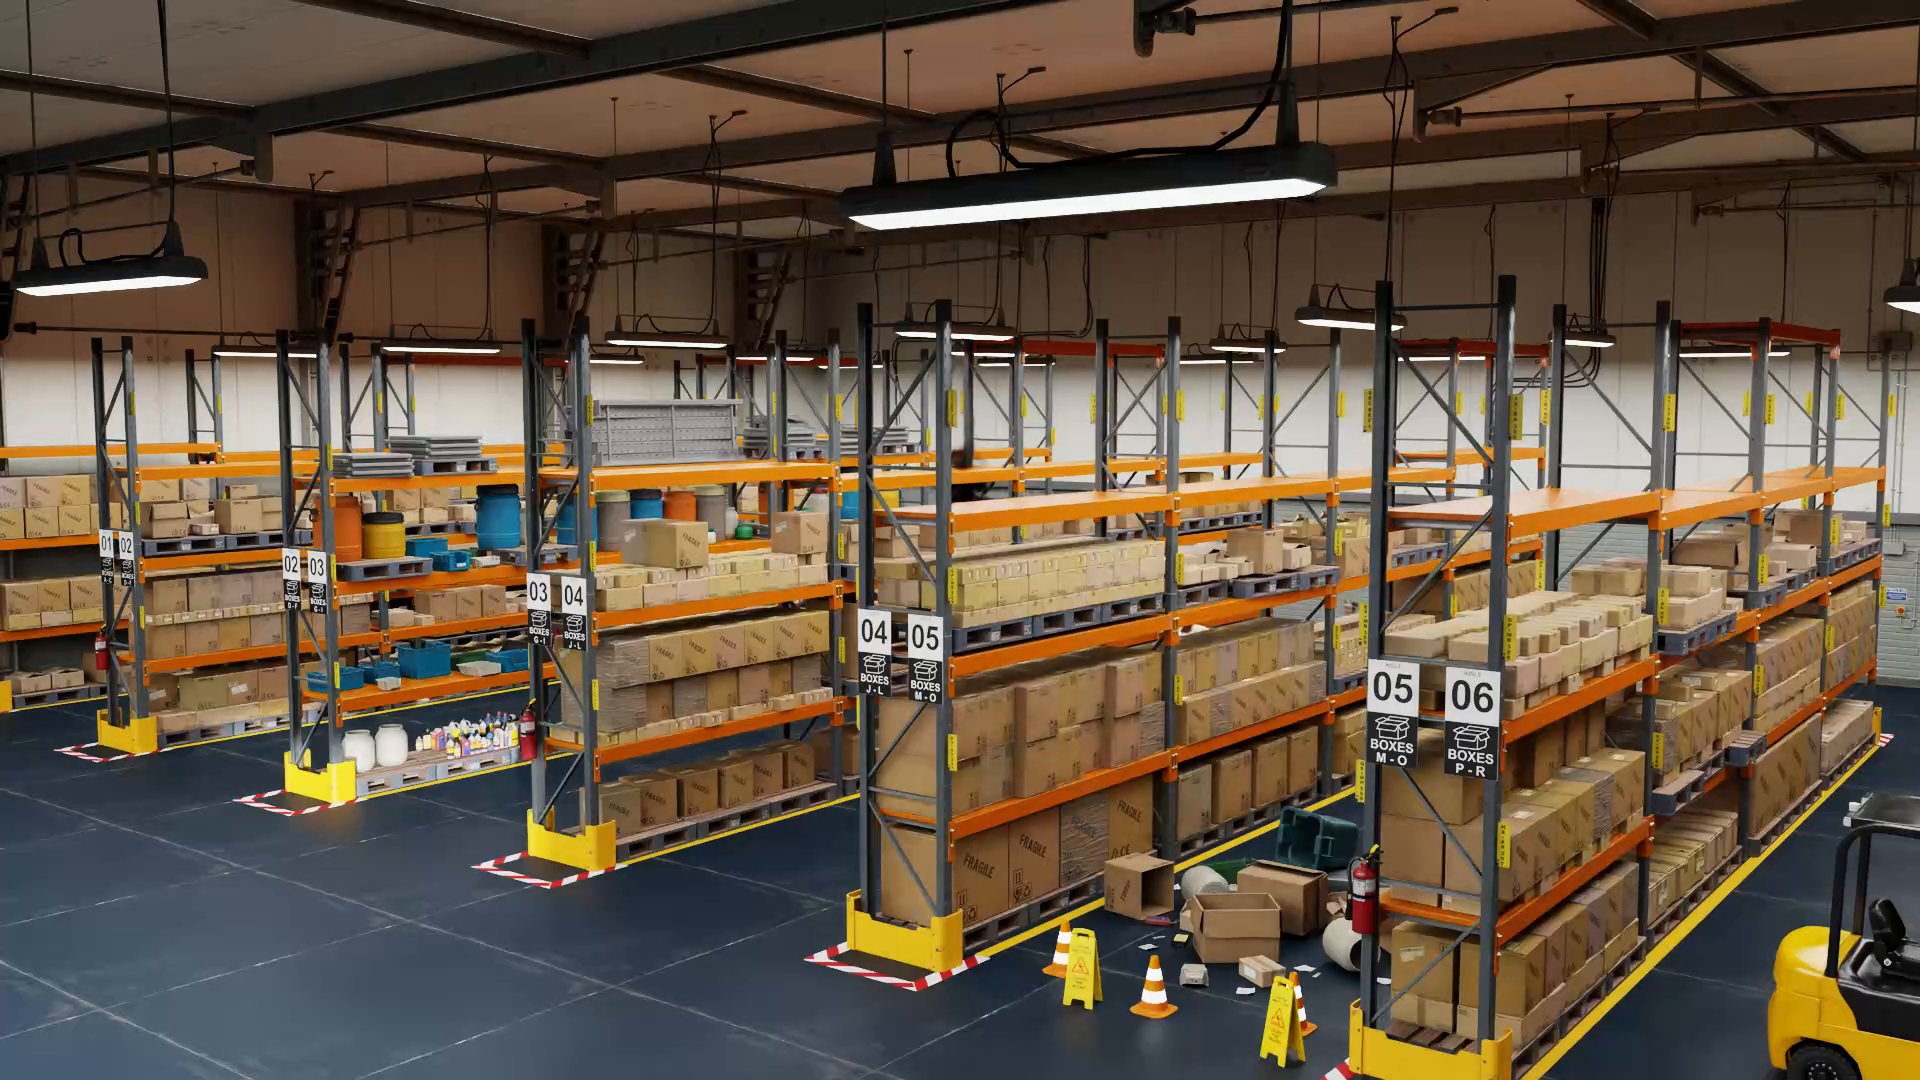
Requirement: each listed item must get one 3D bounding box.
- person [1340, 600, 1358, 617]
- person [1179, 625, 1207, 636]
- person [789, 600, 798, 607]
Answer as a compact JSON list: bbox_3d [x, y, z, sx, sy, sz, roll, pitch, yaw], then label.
[{"bbox_3d":[6.574,1.870,28.240,0.582,1.732,0.715,3,6,31],"label":"person"},{"bbox_3d":[3.305,1.877,24.247,0.640,1.812,0.839,3,6,34],"label":"person"},{"bbox_3d":[-3.340,1.554,31.633,0.688,1.771,0.847,4,6,36],"label":"person"}]
